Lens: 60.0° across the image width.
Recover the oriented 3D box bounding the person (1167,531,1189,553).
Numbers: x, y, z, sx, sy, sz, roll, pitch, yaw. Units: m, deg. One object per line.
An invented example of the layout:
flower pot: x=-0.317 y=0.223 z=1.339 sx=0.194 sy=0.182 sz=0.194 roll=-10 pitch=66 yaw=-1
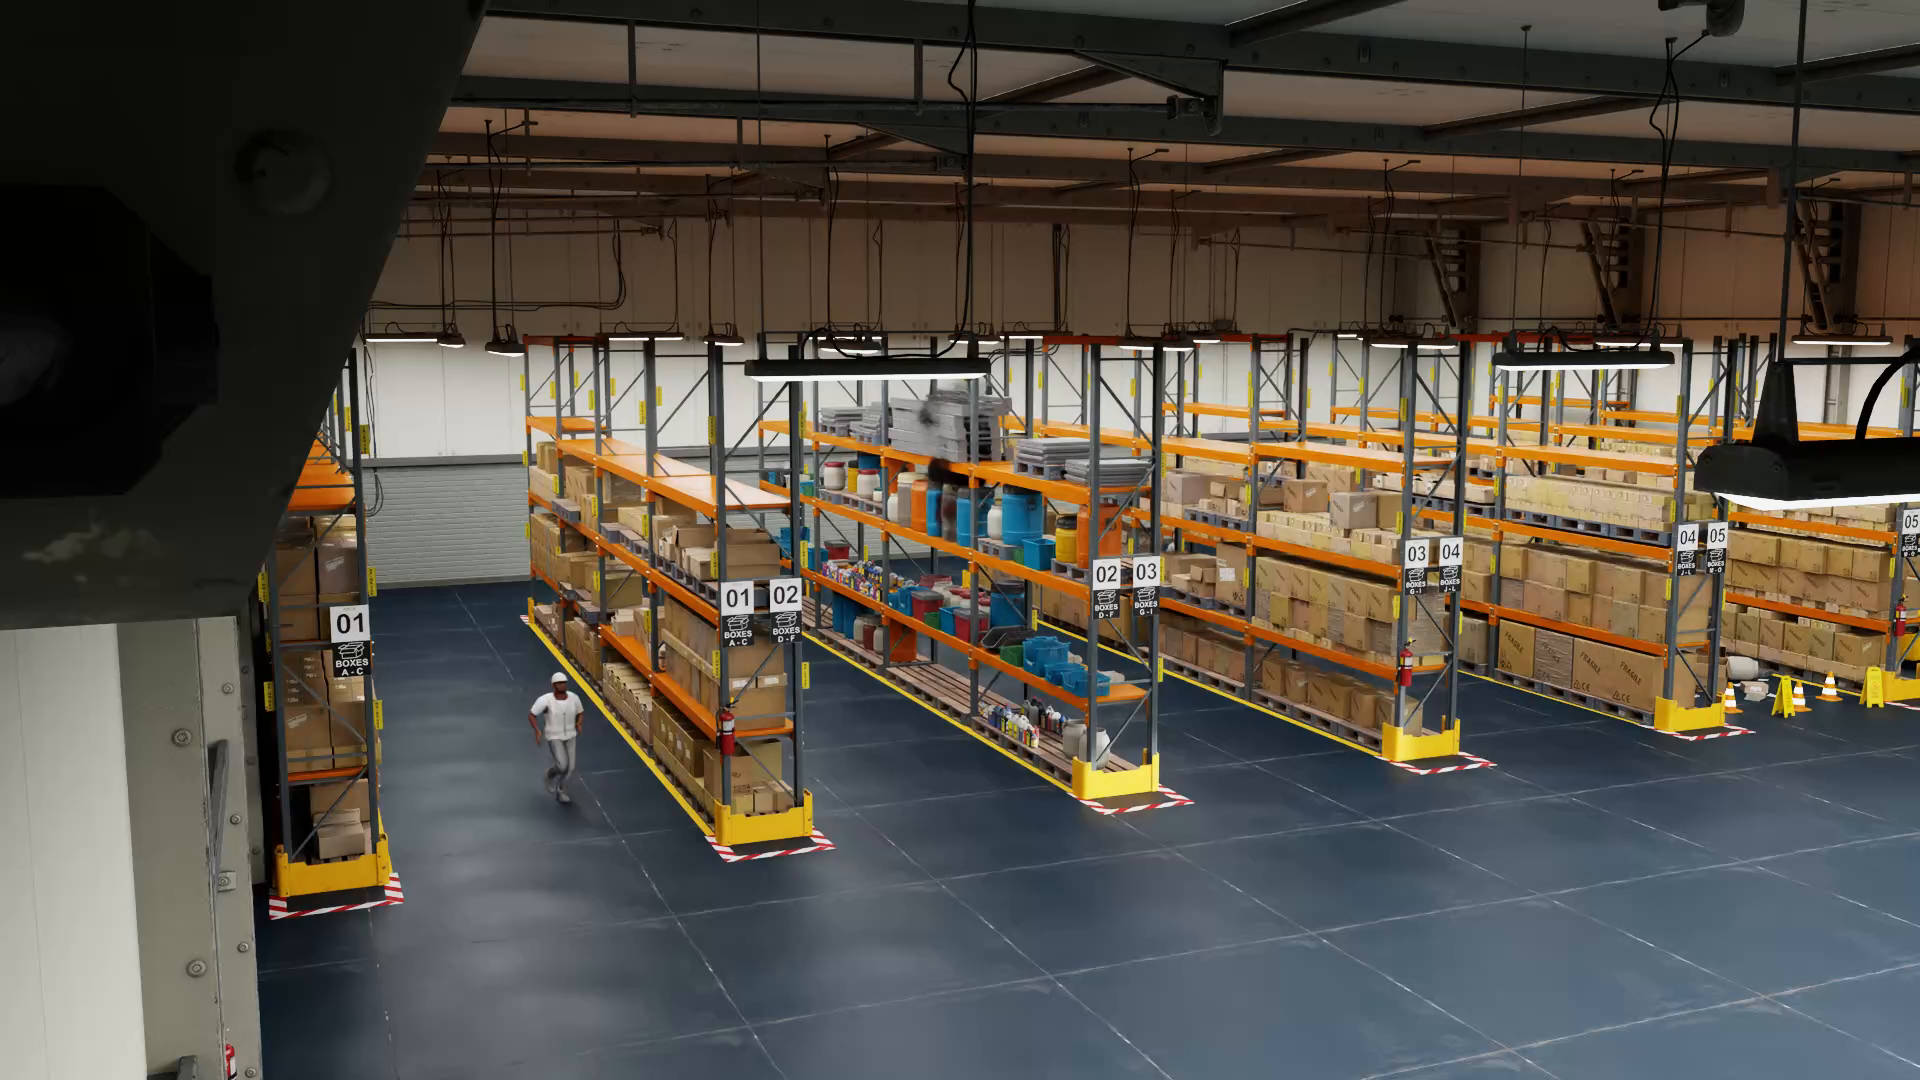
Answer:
person: x=4.871 y=0.604 z=36.994 sx=0.575 sy=1.641 sz=0.655 roll=-2 pitch=8 yaw=-13

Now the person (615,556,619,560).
person: x=-7.500 y=0.696 z=35.929 sx=0.770 sy=1.755 sz=0.690 roll=2 pitch=8 yaw=13

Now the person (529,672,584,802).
person: x=-5.218 y=2.590 z=21.782 sx=0.705 sy=1.722 sz=0.578 roll=-6 pitch=9 yaw=-37
